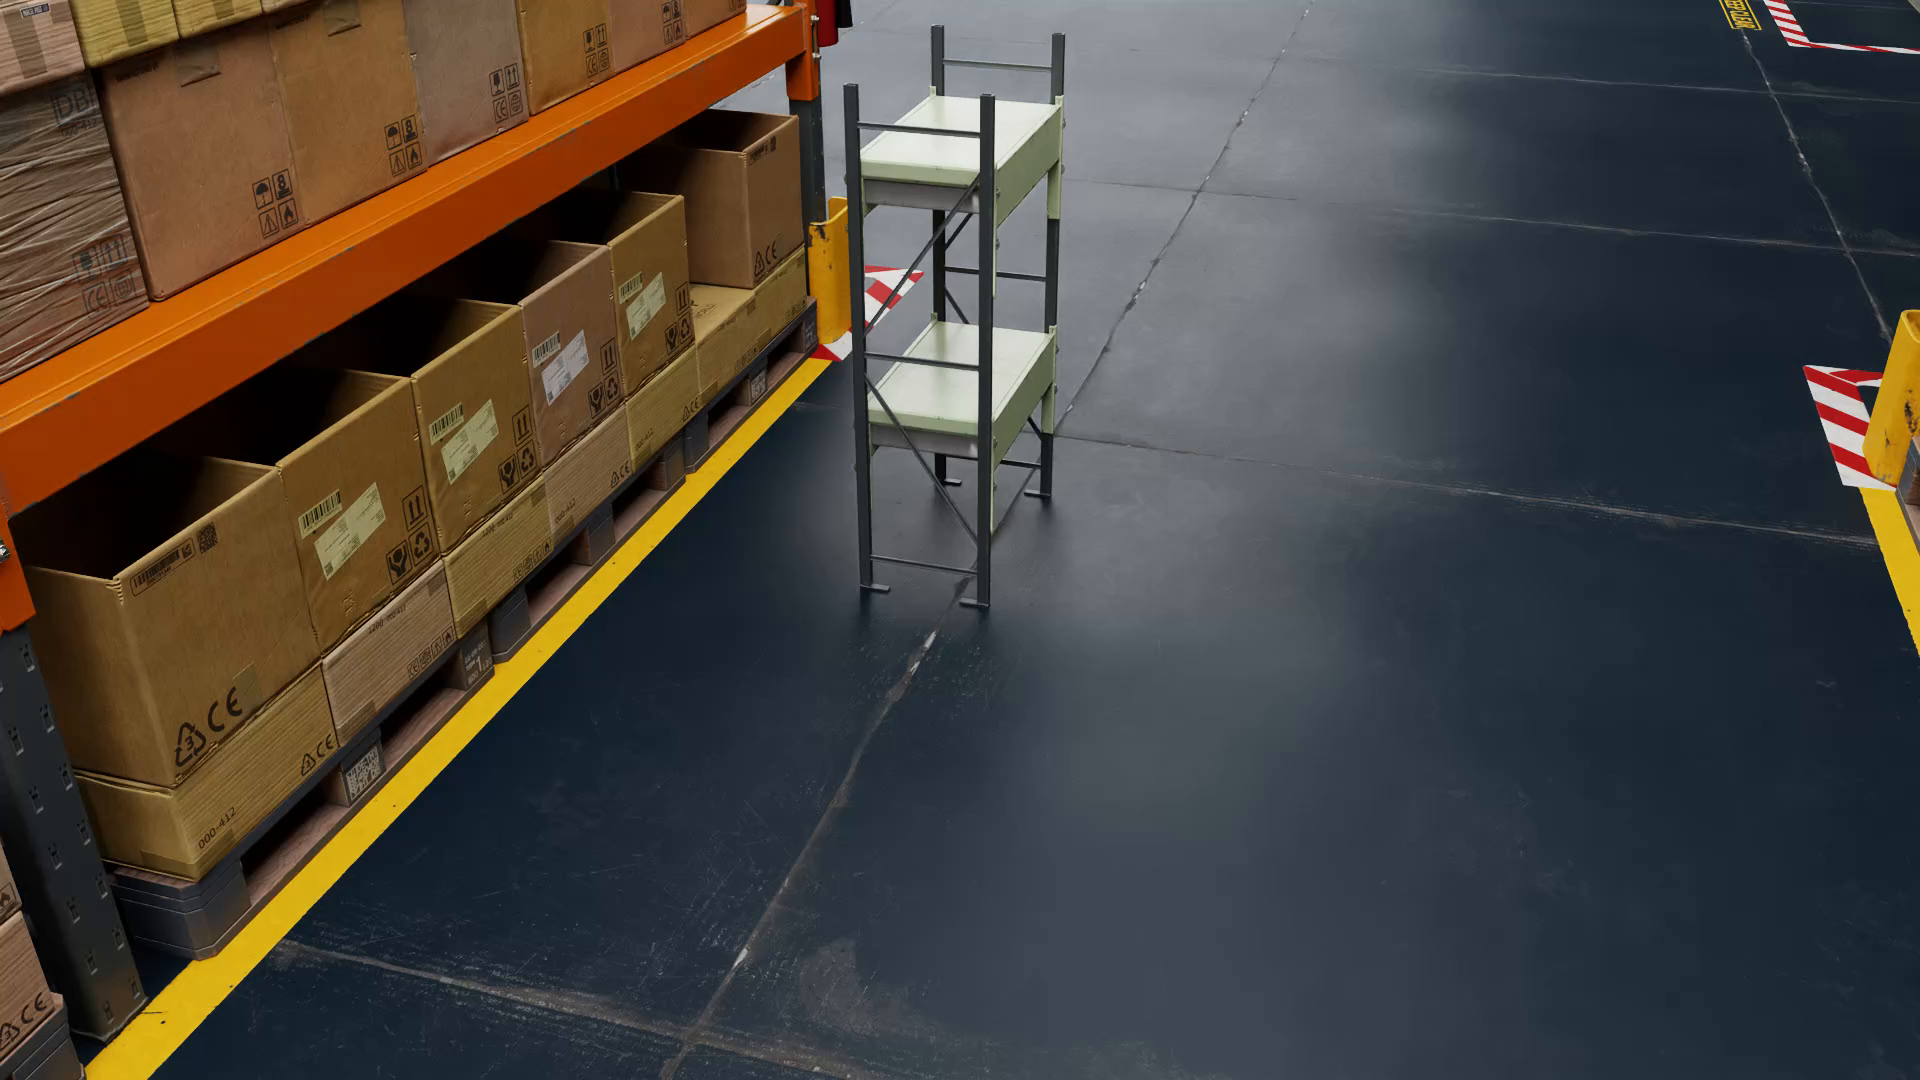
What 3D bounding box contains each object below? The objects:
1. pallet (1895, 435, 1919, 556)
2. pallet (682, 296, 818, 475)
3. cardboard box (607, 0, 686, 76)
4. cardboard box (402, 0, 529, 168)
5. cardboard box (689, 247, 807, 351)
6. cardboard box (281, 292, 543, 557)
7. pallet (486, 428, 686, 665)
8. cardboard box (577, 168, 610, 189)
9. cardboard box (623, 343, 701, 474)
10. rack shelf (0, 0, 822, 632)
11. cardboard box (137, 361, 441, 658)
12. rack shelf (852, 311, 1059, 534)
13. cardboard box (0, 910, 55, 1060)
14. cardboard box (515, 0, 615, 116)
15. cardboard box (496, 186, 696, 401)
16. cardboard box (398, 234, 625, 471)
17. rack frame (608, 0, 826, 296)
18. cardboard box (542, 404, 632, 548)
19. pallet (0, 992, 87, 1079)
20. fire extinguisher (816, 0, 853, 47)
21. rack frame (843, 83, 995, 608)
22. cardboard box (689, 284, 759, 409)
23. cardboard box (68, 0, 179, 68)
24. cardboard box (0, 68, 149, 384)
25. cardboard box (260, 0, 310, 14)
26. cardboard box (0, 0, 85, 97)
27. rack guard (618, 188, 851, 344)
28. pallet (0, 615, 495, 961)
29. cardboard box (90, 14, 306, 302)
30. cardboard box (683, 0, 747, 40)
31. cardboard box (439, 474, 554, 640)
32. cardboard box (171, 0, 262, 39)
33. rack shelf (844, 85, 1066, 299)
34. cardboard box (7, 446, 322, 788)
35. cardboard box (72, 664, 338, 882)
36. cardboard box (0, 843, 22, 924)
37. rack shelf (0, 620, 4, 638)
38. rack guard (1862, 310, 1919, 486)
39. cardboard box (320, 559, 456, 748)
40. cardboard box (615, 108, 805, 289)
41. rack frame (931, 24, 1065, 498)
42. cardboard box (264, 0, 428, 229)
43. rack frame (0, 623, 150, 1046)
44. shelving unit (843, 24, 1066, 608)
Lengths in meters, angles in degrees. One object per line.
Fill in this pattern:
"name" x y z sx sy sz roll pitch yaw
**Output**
"pallet" 3.416 0.094 4.864 1.003 0.211 1.213 8 30 15
"pallet" -1.210 -0.658 6.215 1.003 0.211 1.213 8 30 15
"cardboard box" -1.325 -1.821 5.336 0.700 0.500 0.500 9 30 16
"cardboard box" -1.627 -1.346 4.482 0.700 0.500 0.500 9 30 16
"cardboard box" -0.901 -0.928 6.229 0.500 0.250 0.500 8 30 15
"cardboard box" -1.471 -0.324 4.372 0.500 0.500 0.500 8 30 15
"pallet" -1.570 -0.093 5.199 1.003 0.211 1.213 8 30 15
"cardboard box" -1.541 -1.097 5.762 0.500 0.500 0.500 8 30 15
"cardboard box" -1.181 -0.461 5.390 0.500 0.250 0.500 8 30 15
"rack shelf" -1.613 -0.994 4.691 1.077 0.370 4.000 8 30 15
"cardboard box" -1.625 -0.093 3.956 0.500 0.500 0.500 8 30 15
"rack shelf" 0.002 -0.374 5.049 0.431 0.370 0.720 8 30 15
"cardboard box" -2.045 0.873 2.991 0.500 0.250 0.500 8 30 14
"cardboard box" -1.476 -1.592 4.923 0.700 0.500 0.500 9 30 15
"cardboard box" -1.178 -0.789 5.207 0.500 0.500 0.500 8 30 15
"cardboard box" -1.326 -0.557 4.790 0.500 0.500 0.500 8 30 15
"rack frame" -1.026 -2.238 6.187 1.000 3.000 0.127 8 30 15
"cardboard box" -1.330 -0.229 4.973 0.500 0.250 0.500 8 30 15
"pallet" -2.379 1.188 2.898 1.003 0.211 1.213 8 30 15
"fire extinguisher" -0.547 -2.192 6.185 0.296 0.674 0.183 8 30 15
"rack frame" -0.105 -0.488 4.585 0.400 1.500 0.023 8 30 15
"cardboard box" -1.036 -0.694 5.809 0.500 0.250 0.500 8 30 15
"cardboard box" -1.788 -1.040 3.264 0.380 0.149 0.250 8 30 14
"cardboard box" -2.076 -0.630 3.193 0.700 0.500 0.500 8 30 14
"cardboard box" -1.637 -1.278 3.692 0.380 0.149 0.250 7 30 13
"cardboard box" -1.863 -0.920 3.048 0.380 0.149 0.250 9 30 16
"rack guard" -1.019 -1.156 6.815 1.175 0.500 0.348 8 30 15
"pallet" -1.927 0.476 4.177 1.003 0.211 1.213 8 30 15
"cardboard box" -1.927 -0.876 3.636 0.700 0.500 0.500 8 30 14
"cardboard box" -1.175 -2.066 5.776 0.700 0.500 0.500 9 30 15
"cardboard box" -1.471 0.004 4.554 0.500 0.250 0.500 8 30 15
"cardboard box" -1.713 -1.162 3.483 0.380 0.149 0.250 8 30 14
"rack shelf" 0.002 -1.000 4.701 0.431 0.370 0.720 8 30 15
"cardboard box" -1.765 0.141 3.536 0.500 0.500 0.500 8 30 15
"cardboard box" -1.774 0.467 3.721 0.500 0.250 0.500 8 30 15
"cardboard box" -2.045 0.623 2.863 0.500 0.311 0.500 8 30 15
"rack shelf" -2.787 0.865 1.349 1.077 0.370 4.000 8 30 15
"rack guard" 3.688 -0.405 5.463 1.175 0.500 0.348 8 30 15
"cardboard box" -1.623 0.235 4.138 0.500 0.250 0.500 8 30 15
"cardboard box" -0.899 -1.256 6.047 0.500 0.500 0.500 8 30 15
"rack frame" 0.109 -0.829 5.197 0.400 1.500 0.023 8 30 15
"cardboard box" -1.776 -1.108 4.054 0.700 0.500 0.500 9 30 16
"rack frame" -2.200 -0.379 2.845 1.000 3.000 0.127 8 30 15
"shelving unit" 0.002 -0.659 4.891 0.431 1.500 0.755 8 30 15
